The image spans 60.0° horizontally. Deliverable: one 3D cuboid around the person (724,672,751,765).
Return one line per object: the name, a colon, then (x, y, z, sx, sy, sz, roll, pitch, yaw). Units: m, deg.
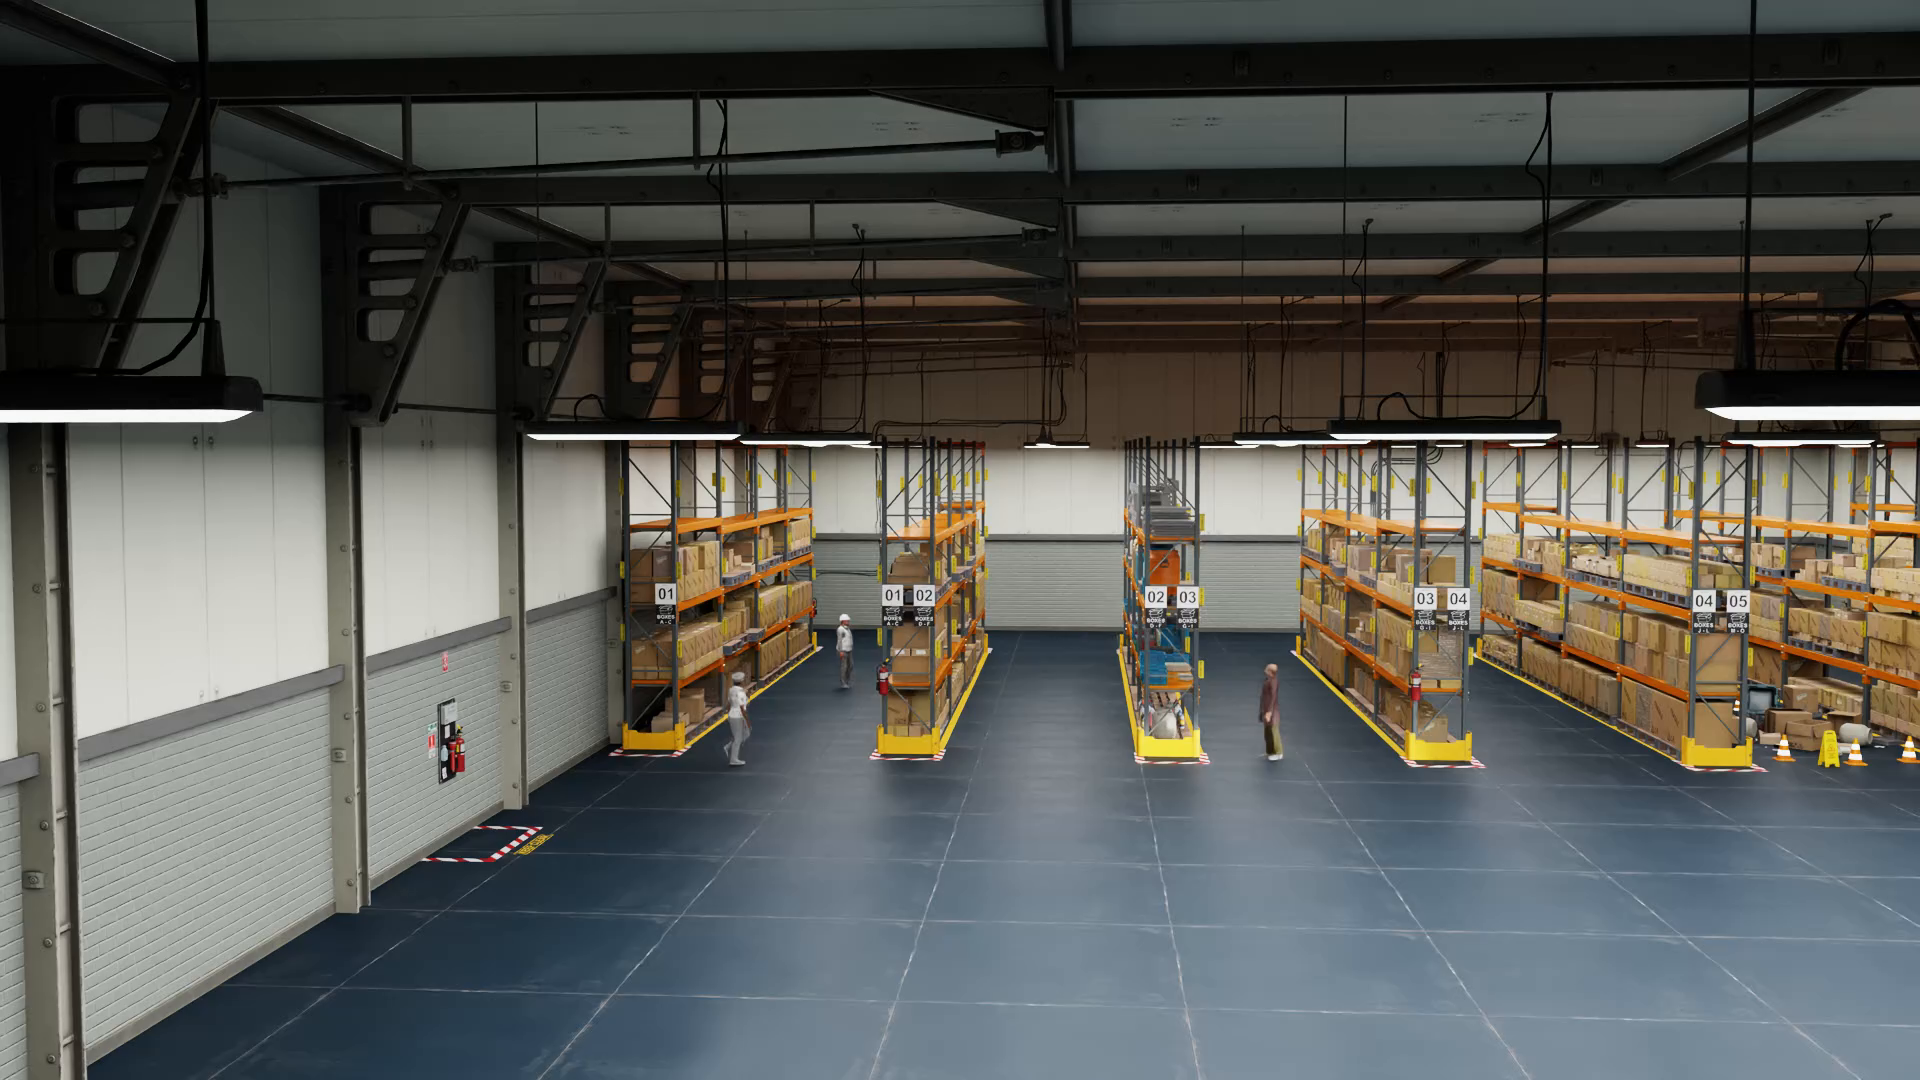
person: (-4.061, 3.241, 30.245, 0.537, 1.677, 0.453, 0, 3, 1)

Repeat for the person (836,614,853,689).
person: (-2.783, 2.725, 40.292, 0.398, 1.853, 0.618, 1, 3, 20)

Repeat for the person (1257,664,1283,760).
person: (5.768, 3.188, 30.783, 0.448, 1.800, 0.618, -1, 3, -10)
